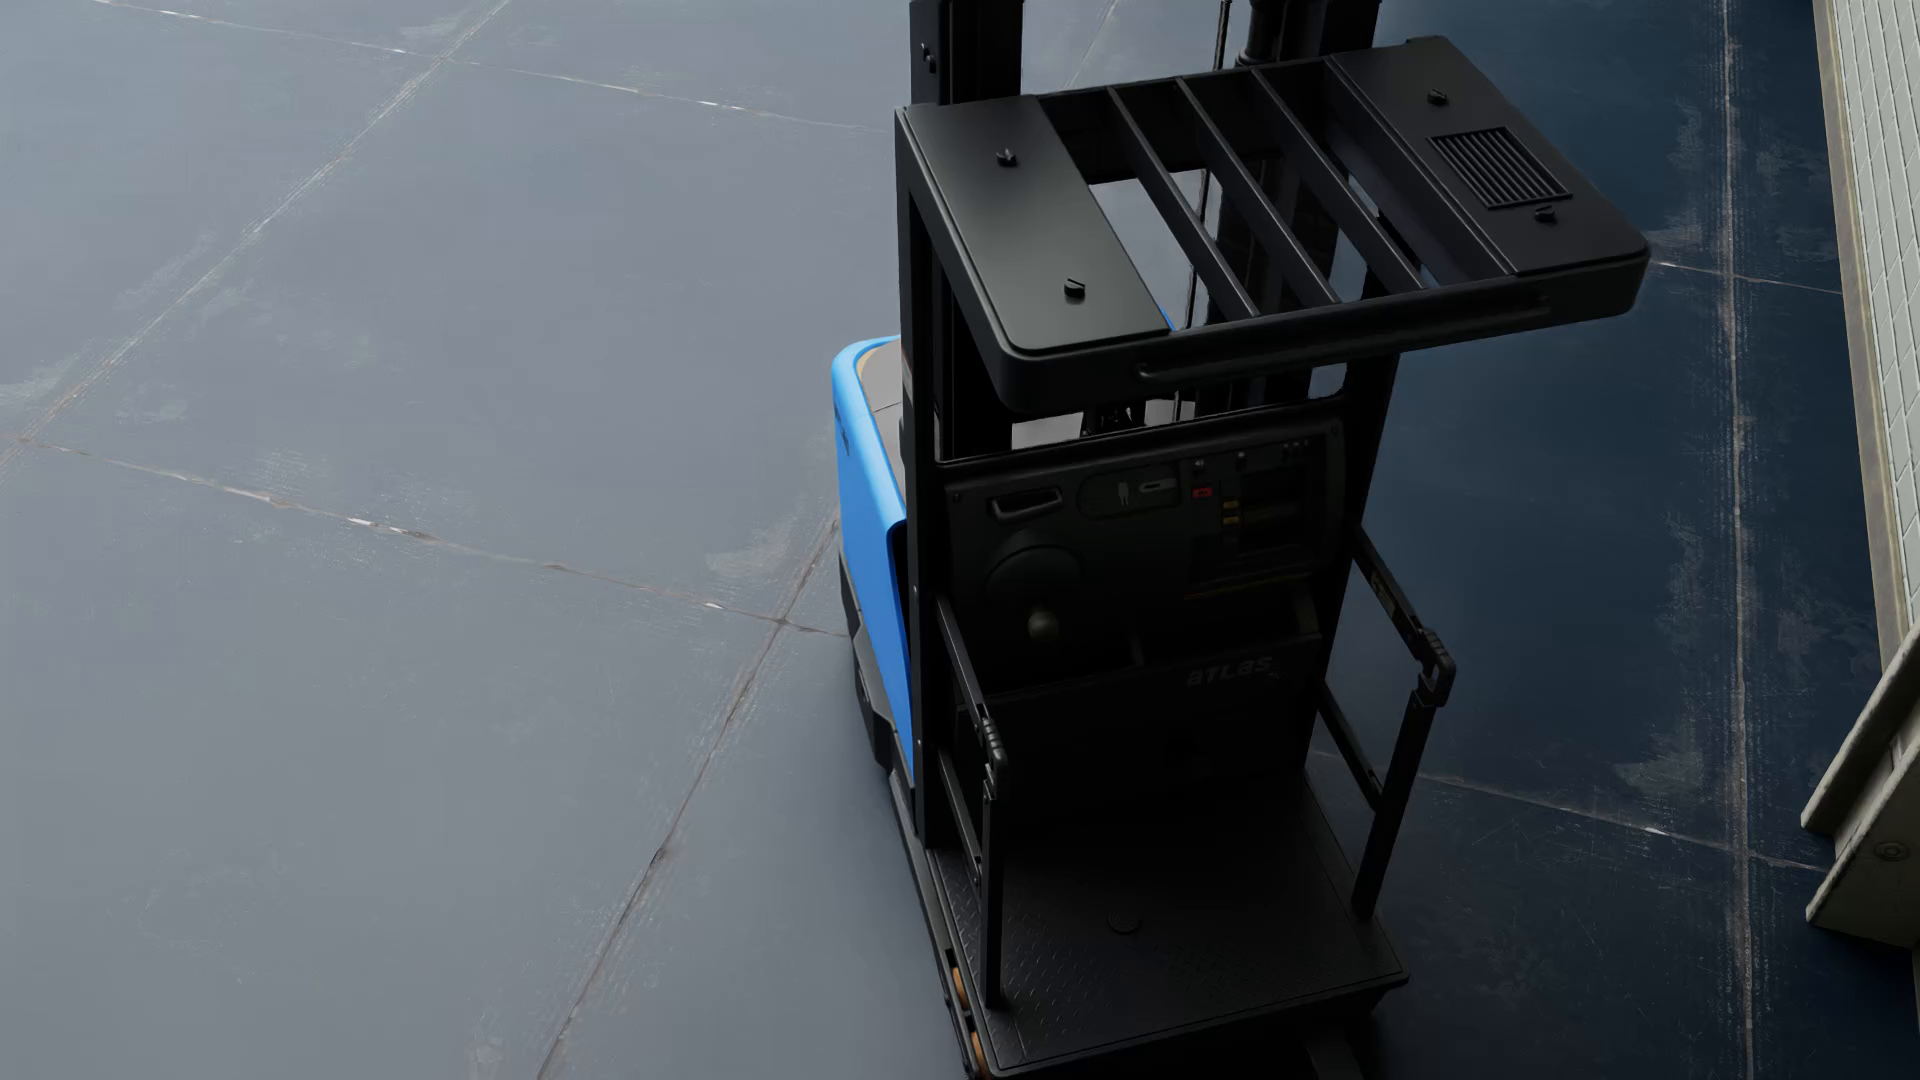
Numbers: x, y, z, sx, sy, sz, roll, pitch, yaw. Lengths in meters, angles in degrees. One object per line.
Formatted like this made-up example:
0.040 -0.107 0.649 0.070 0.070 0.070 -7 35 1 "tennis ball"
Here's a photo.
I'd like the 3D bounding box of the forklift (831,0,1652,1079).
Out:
0.482 0.067 3.586 1.130 2.935 3.031 -10 45 -10 "forklift"
